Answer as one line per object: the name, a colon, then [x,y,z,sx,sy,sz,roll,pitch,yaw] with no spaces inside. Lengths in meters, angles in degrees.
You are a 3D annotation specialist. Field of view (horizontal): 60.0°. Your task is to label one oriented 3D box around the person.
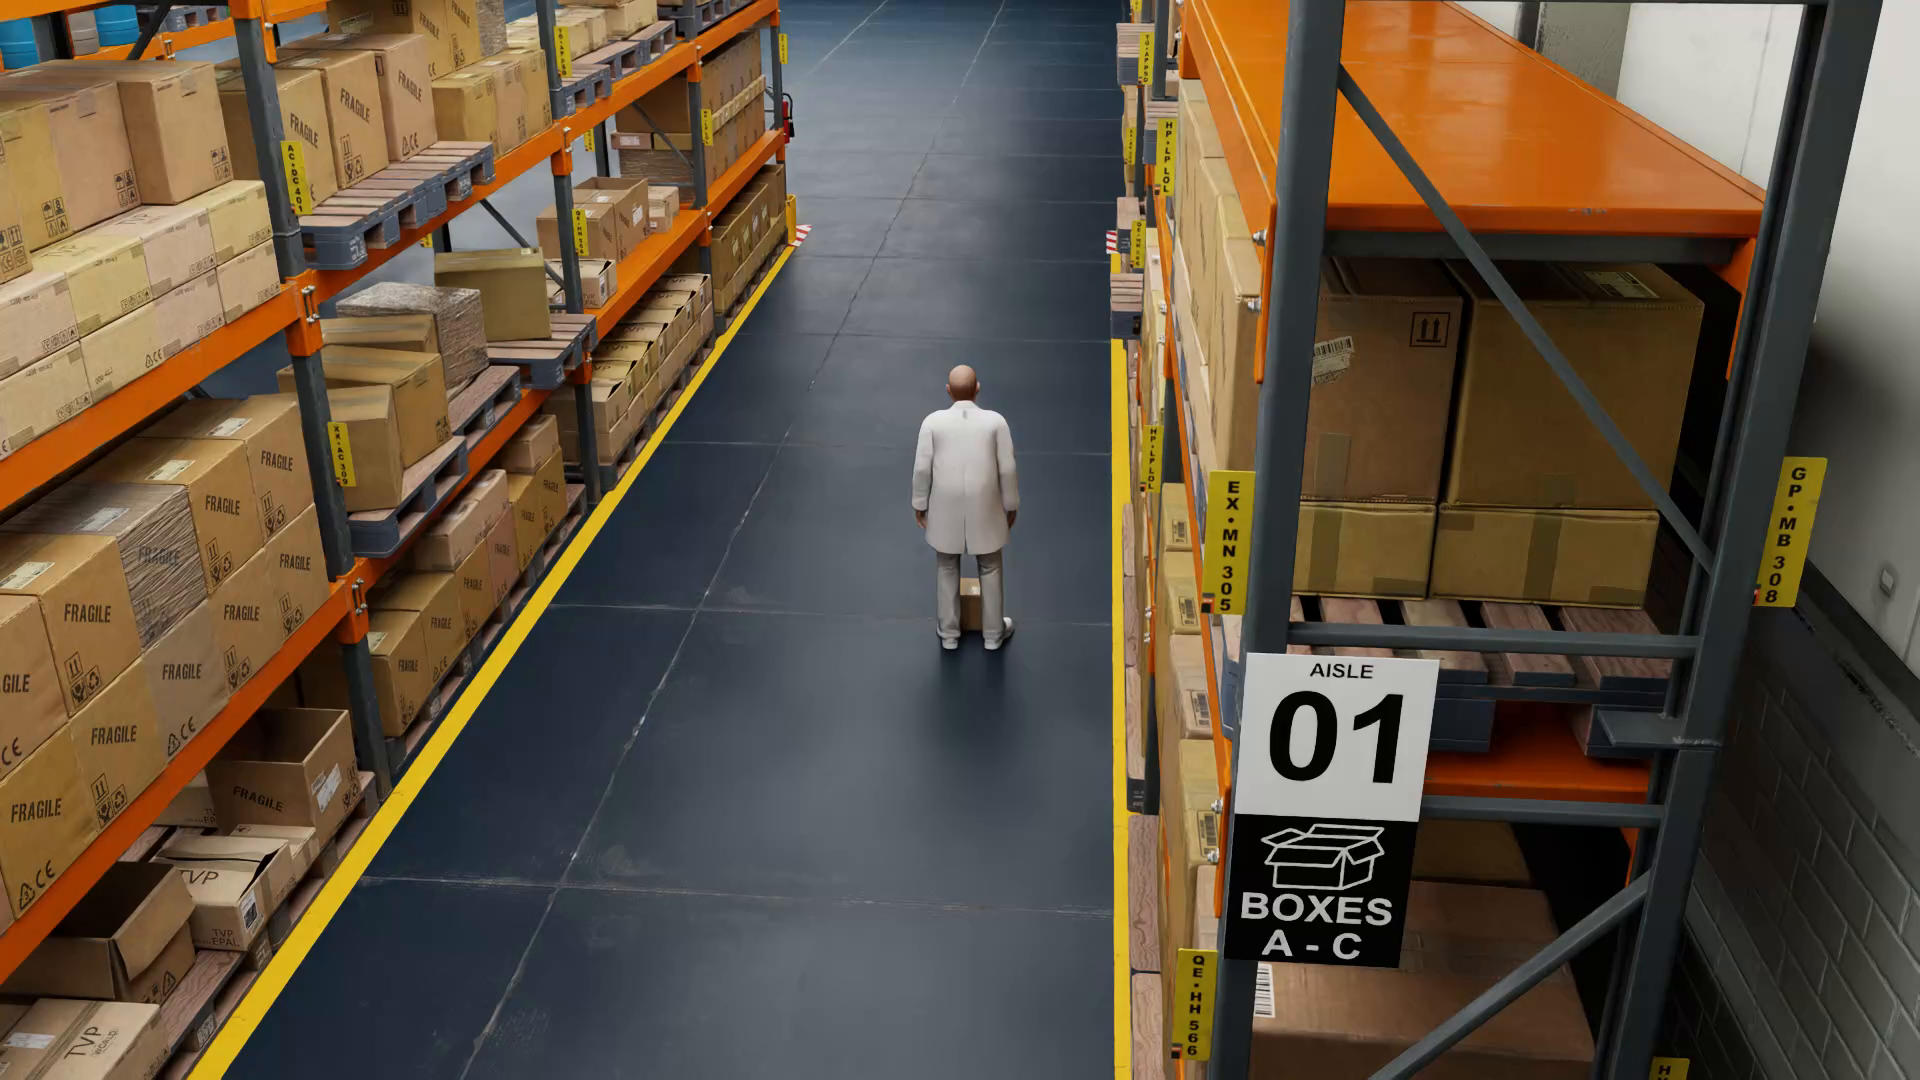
person: [0.034,-0.188,10.040,0.656,1.774,0.416,1,24,2]
